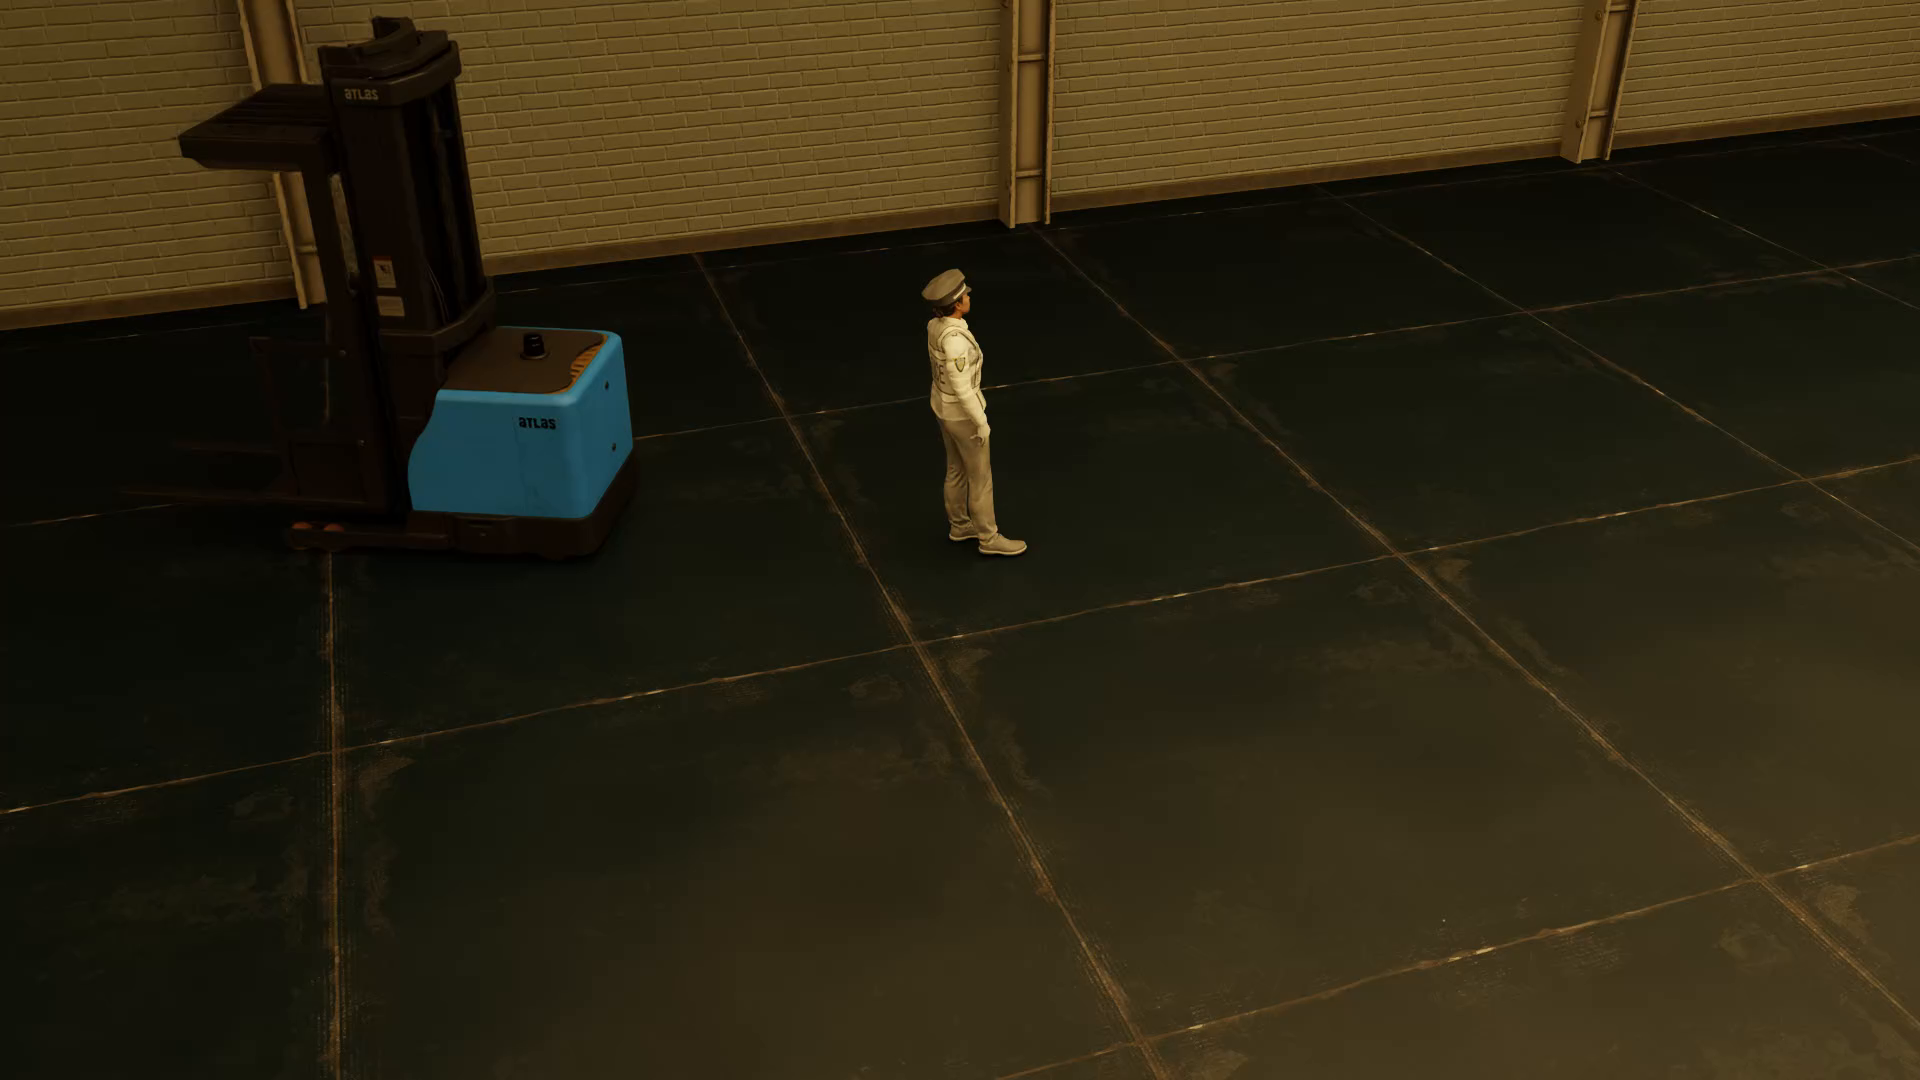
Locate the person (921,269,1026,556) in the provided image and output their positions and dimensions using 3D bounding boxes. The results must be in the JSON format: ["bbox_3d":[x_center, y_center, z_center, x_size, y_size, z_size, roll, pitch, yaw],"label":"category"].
[{"bbox_3d":[0.066,-0.747,9.614,0.534,1.693,0.587,-10,31,-16],"label":"person"}]

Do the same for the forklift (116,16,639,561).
[{"bbox_3d":[-3.585,-1.454,9.614,3.031,2.935,1.130,3,30,6],"label":"forklift"}]
